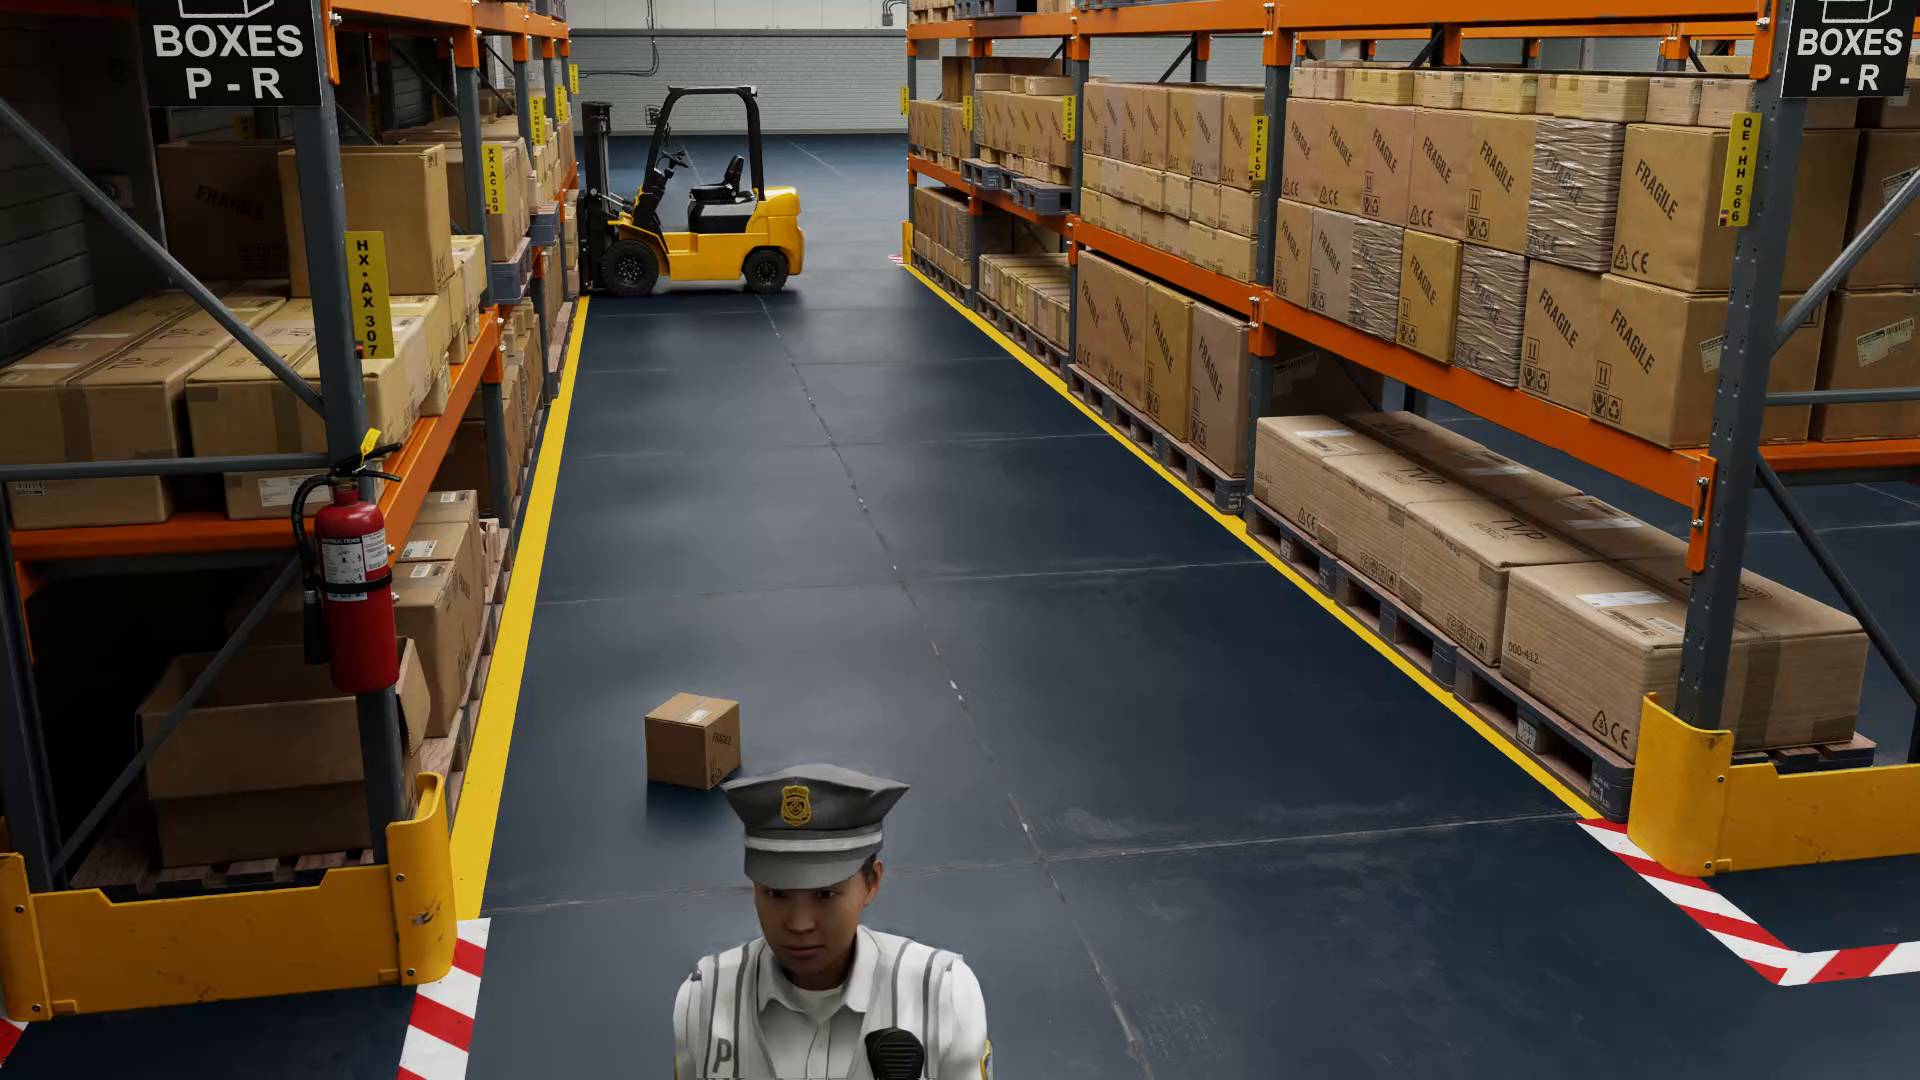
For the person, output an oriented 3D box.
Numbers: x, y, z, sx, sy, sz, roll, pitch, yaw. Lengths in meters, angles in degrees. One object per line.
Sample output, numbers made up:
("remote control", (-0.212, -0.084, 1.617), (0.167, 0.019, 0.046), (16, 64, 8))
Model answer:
("person", (-0.162, 1.060, 2.364), (0.473, 1.667, 0.754), (-1, 16, -2))
